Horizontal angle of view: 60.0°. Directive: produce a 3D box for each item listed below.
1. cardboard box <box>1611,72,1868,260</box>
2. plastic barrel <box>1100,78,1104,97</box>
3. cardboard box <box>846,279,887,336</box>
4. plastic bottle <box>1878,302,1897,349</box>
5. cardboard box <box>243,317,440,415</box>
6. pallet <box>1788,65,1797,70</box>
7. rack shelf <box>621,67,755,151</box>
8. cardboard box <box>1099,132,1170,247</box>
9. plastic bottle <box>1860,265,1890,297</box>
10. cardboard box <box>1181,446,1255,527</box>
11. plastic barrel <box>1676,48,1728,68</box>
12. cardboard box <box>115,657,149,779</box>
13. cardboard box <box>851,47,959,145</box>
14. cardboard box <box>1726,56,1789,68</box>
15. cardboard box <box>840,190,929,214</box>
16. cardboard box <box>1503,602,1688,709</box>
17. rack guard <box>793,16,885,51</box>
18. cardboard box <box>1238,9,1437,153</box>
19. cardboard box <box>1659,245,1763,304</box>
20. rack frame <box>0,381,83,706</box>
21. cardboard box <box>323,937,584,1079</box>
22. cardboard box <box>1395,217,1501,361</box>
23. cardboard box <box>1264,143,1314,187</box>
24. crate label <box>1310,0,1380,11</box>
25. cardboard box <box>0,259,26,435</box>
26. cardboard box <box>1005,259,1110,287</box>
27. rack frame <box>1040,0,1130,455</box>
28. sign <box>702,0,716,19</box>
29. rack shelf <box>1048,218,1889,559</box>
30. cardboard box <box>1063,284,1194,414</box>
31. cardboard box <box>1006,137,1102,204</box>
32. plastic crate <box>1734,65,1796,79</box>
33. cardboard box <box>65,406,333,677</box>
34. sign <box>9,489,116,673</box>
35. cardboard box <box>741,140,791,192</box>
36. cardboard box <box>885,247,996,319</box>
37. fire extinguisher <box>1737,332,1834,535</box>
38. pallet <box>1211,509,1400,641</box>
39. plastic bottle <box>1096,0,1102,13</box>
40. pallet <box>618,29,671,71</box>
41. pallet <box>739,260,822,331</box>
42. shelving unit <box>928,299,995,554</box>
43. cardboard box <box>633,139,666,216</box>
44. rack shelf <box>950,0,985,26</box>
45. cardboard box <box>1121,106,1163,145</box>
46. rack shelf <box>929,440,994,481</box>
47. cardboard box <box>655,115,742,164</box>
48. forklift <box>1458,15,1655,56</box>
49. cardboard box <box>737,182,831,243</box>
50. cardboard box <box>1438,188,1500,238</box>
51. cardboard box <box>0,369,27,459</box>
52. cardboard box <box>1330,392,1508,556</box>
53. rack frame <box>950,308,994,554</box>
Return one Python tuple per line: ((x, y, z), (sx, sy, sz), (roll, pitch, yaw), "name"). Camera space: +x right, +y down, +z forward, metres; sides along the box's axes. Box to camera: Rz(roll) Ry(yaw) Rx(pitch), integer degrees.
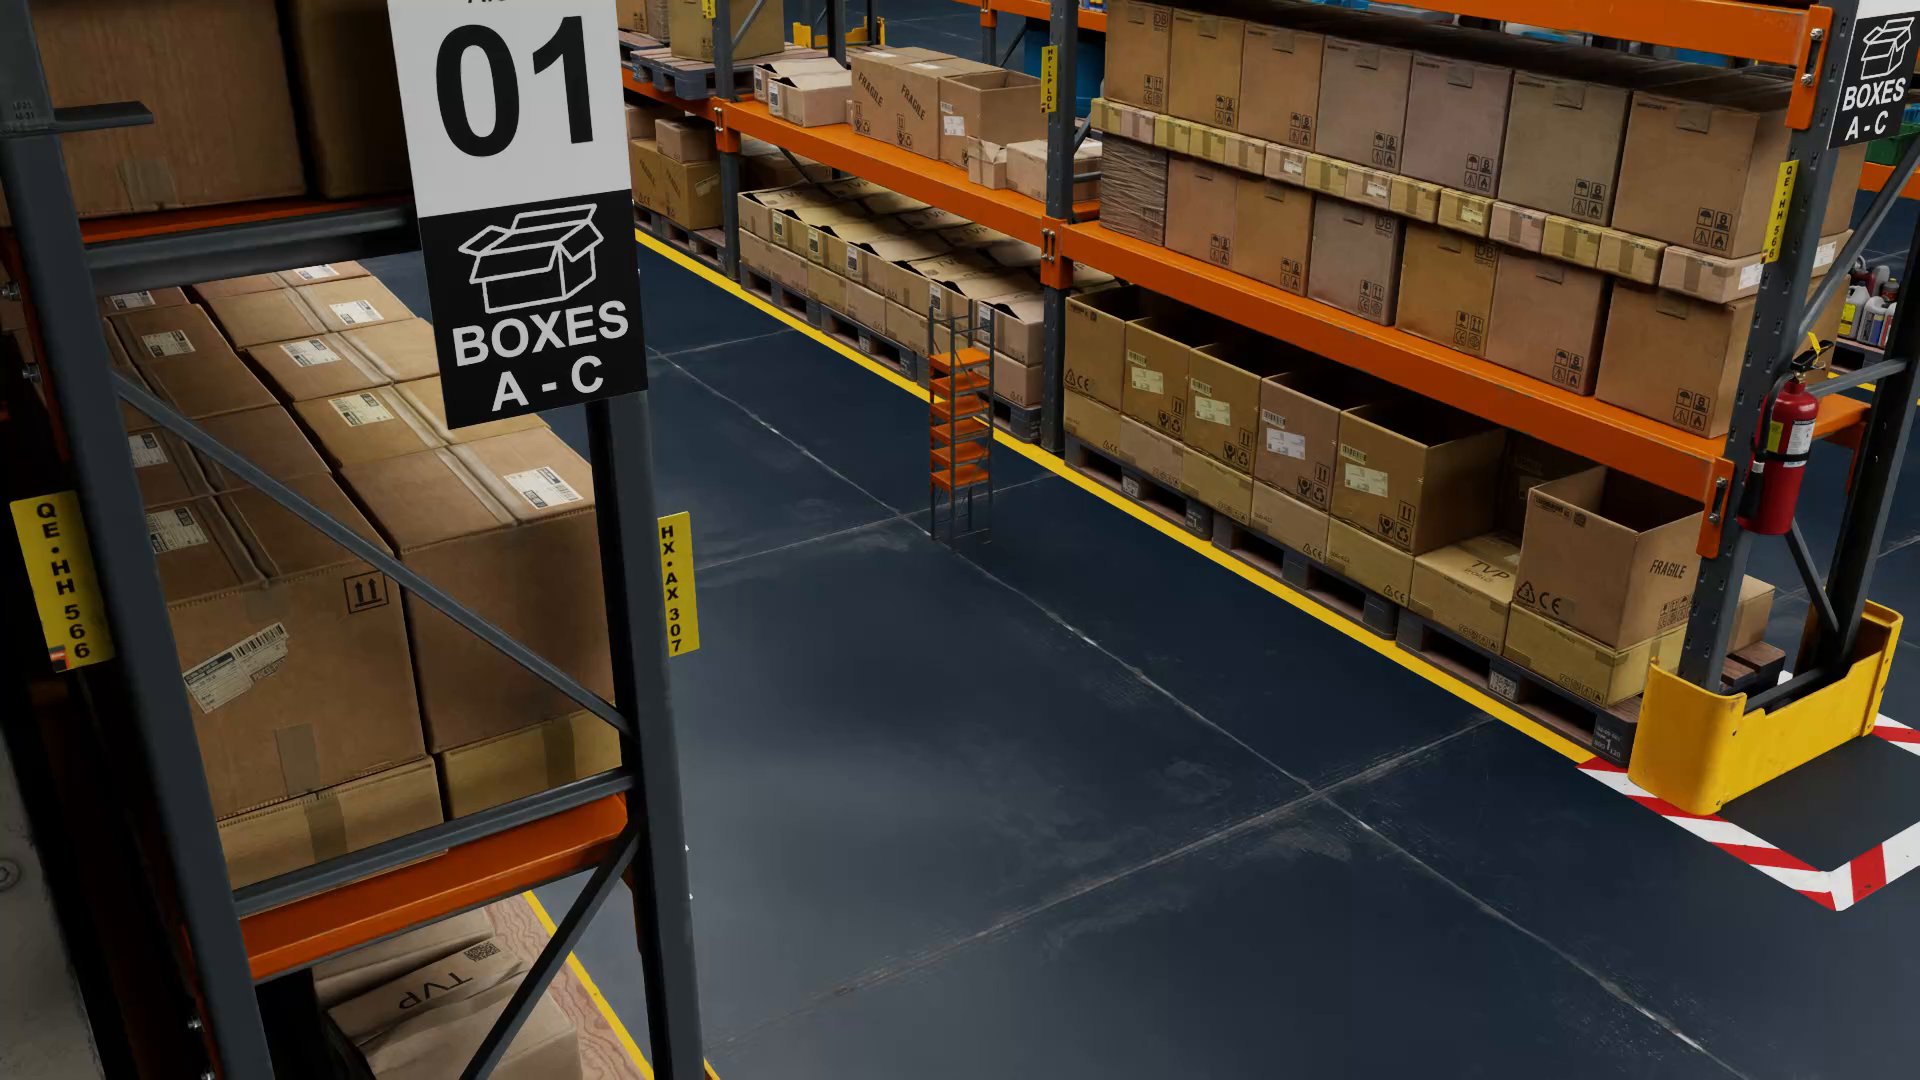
((2.813, -1.360, 5.980), (0.700, 0.500, 0.500), (-15, 29, -29), "cardboard box")
((1.590, -4.374, 16.425), (0.421, 0.512, 0.421), (0, 25, 0), "plastic barrel")
((-0.397, -1.543, 10.735), (0.500, 0.250, 0.500), (-15, 29, -29), "cardboard box")
((5.754, -1.310, 10.187), (0.152, 0.276, 0.135), (-15, 29, -29), "plastic bottle")
((-1.609, -0.270, 4.581), (0.500, 0.500, 0.500), (-17, 30, -31), "cardboard box")
((10.807, -5.846, 20.387), (1.003, 0.211, 1.213), (-16, 29, -30), "pallet")
((-2.373, -3.790, 13.608), (1.077, 0.370, 4.000), (-16, 29, -30), "rack shelf")
((1.150, -1.858, 8.554), (0.700, 0.500, 0.500), (-16, 30, -31), "cardboard box")
((6.015, -1.683, 10.978), (0.152, 0.276, 0.135), (-15, 29, -29), "plastic bottle")
((1.439, -0.319, 8.142), (0.500, 0.250, 0.500), (-16, 29, -30), "cardboard box")
((5.098, -3.558, 11.686), (0.600, 0.901, 0.708), (-16, 29, -30), "plastic barrel")
((-1.771, 0.370, 4.104), (0.500, 0.250, 0.500), (-15, 29, -28), "cardboard box")
((-0.351, -2.849, 10.654), (0.500, 0.500, 0.500), (-17, 30, -32), "cardboard box")
((7.710, -4.695, 16.217), (0.500, 0.250, 0.500), (-12, 28, -24), "cardboard box")
((-0.499, -2.286, 11.651), (0.500, 0.311, 0.500), (-16, 30, -30), "cardboard box")
((2.546, 0.392, 6.636), (0.500, 0.250, 0.500), (-16, 29, -30), "cardboard box")
((-1.520, -6.290, 20.988), (1.175, 0.500, 0.348), (-16, 29, -30), "rack guard")
((1.700, -2.084, 7.515), (0.700, 0.500, 0.500), (-16, 29, -30), "cardboard box")
((2.718, -0.970, 5.913), (0.380, 0.149, 0.250), (-16, 30, -30), "cardboard box")
((-3.246, -0.814, 6.460), (1.000, 3.000, 0.127), (-16, 29, -30), "rack frame")
((-1.364, 1.365, 4.478), (0.500, 0.311, 0.500), (-19, 32, -35), "cardboard box")
((2.285, -1.120, 6.991), (0.700, 0.500, 0.500), (-15, 29, -29), "cardboard box")
((1.594, -1.707, 7.475), (0.380, 0.149, 0.250), (-17, 30, -31), "cardboard box")
((3.187, -4.151, 13.488), (0.502, 0.435, 0.616), (-16, 29, -30), "crate label")
((-2.885, -0.691, 5.475), (0.500, 0.500, 0.500), (-16, 29, -30), "cardboard box")
((0.617, -1.556, 10.104), (0.500, 0.311, 0.500), (-16, 30, -30), "cardboard box")
((0.903, -1.970, 8.908), (1.000, 3.000, 0.127), (-16, 29, -30), "rack frame")
((-1.730, -3.758, 11.434), (0.100, 0.325, 0.005), (-16, 29, -30), "sign")
((1.995, -0.929, 7.547), (1.077, 0.370, 4.000), (-16, 29, -30), "rack shelf")
((0.894, -1.016, 8.740), (0.500, 0.500, 0.500), (-16, 29, -30), "cardboard box")
((0.597, -2.068, 9.292), (0.500, 0.250, 0.500), (-14, 28, -26), "cardboard box")
((5.234, -2.878, 10.905), (0.767, 0.338, 0.504), (-16, 29, -30), "plastic crate")
((-1.764, 0.035, 3.936), (0.500, 0.500, 0.500), (-15, 29, -29), "cardboard box")
((-1.538, 0.073, 2.856), (0.100, 0.325, 0.005), (-16, 29, -30), "sign")
((-1.580, -2.884, 13.259), (0.500, 0.500, 0.500), (-17, 30, -31), "cardboard box")
((-0.118, -1.611, 10.222), (0.500, 0.311, 0.500), (-16, 29, -30), "cardboard box")
((2.762, -0.353, 5.575), (0.296, 0.674, 0.183), (-16, 29, -30), "fire extinguisher")
((1.972, 0.022, 7.955), (1.003, 0.211, 1.213), (-16, 29, -30), "pallet")
((1.347, -5.175, 15.848), (0.097, 0.271, 0.097), (0, 25, 0), "plastic bottle")
((-2.346, -4.008, 13.451), (1.003, 0.211, 1.213), (-16, 29, -30), "pallet")
((-0.864, -1.836, 11.891), (1.003, 0.211, 1.213), (-16, 29, -30), "pallet")
((0.008, -0.537, 7.983), (0.258, 1.200, 0.189), (-16, 29, -30), "shelving unit")
((-2.270, -2.934, 13.364), (0.500, 0.500, 0.500), (-17, 30, -31), "cardboard box")
((-0.404, -6.374, 19.081), (1.077, 0.370, 4.000), (-16, 29, -30), "rack shelf")
((1.024, -2.077, 8.259), (0.380, 0.149, 0.250), (-15, 29, -29), "cardboard box")
((0.008, -0.389, 8.053), (0.258, 0.103, 0.180), (-16, 29, -30), "rack shelf")
((-2.022, -3.107, 12.852), (0.500, 0.250, 0.500), (-14, 29, -28), "cardboard box")
((3.530, -2.450, 10.007), (1.130, 2.935, 3.031), (13, 28, 25), "forklift")
((-1.241, -2.345, 11.775), (0.500, 0.311, 0.500), (-14, 29, -28), "cardboard box")
((2.155, -1.339, 6.695), (0.380, 0.149, 0.250), (-15, 29, -28), "cardboard box")
((-3.169, -0.537, 6.026), (0.500, 0.250, 0.500), (-15, 29, -29), "cardboard box")
((1.986, -0.301, 7.225), (0.500, 0.500, 0.500), (-16, 29, -30), "cardboard box")
((0.058, -0.505, 7.914), (0.240, 1.200, 0.006), (-16, 29, -30), "rack frame")
